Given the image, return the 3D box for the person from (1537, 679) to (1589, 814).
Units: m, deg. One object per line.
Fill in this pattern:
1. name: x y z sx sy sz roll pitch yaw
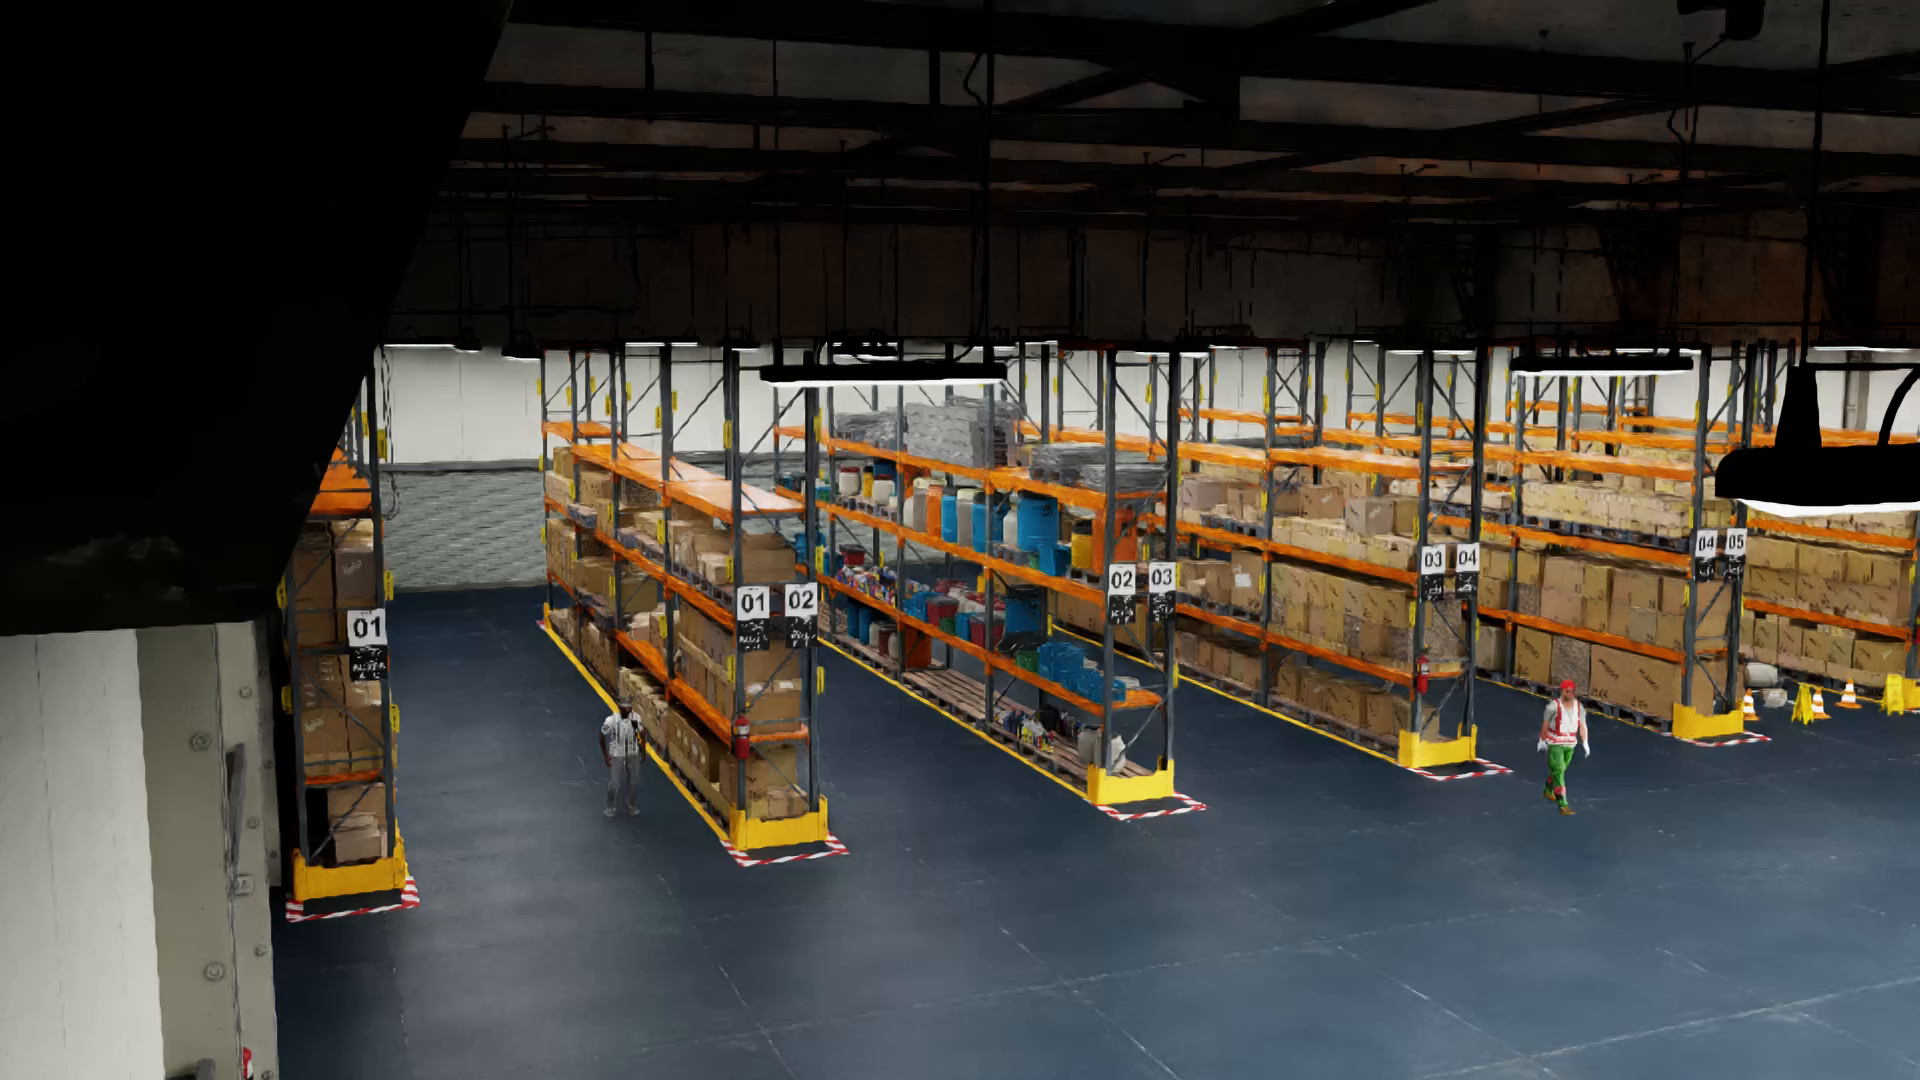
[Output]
1. person: 7.888 2.652 21.670 0.534 1.726 1.037 -2 8 -12

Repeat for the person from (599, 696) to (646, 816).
1. person: -4.331 2.758 21.405 0.592 1.629 0.531 -3 8 -24

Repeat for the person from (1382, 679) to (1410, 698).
1. person: 7.154 2.025 26.925 0.496 1.586 1.072 -3 8 -20

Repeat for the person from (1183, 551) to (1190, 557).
1. person: 4.652 1.060 34.169 0.371 1.650 0.582 -7 10 -42
